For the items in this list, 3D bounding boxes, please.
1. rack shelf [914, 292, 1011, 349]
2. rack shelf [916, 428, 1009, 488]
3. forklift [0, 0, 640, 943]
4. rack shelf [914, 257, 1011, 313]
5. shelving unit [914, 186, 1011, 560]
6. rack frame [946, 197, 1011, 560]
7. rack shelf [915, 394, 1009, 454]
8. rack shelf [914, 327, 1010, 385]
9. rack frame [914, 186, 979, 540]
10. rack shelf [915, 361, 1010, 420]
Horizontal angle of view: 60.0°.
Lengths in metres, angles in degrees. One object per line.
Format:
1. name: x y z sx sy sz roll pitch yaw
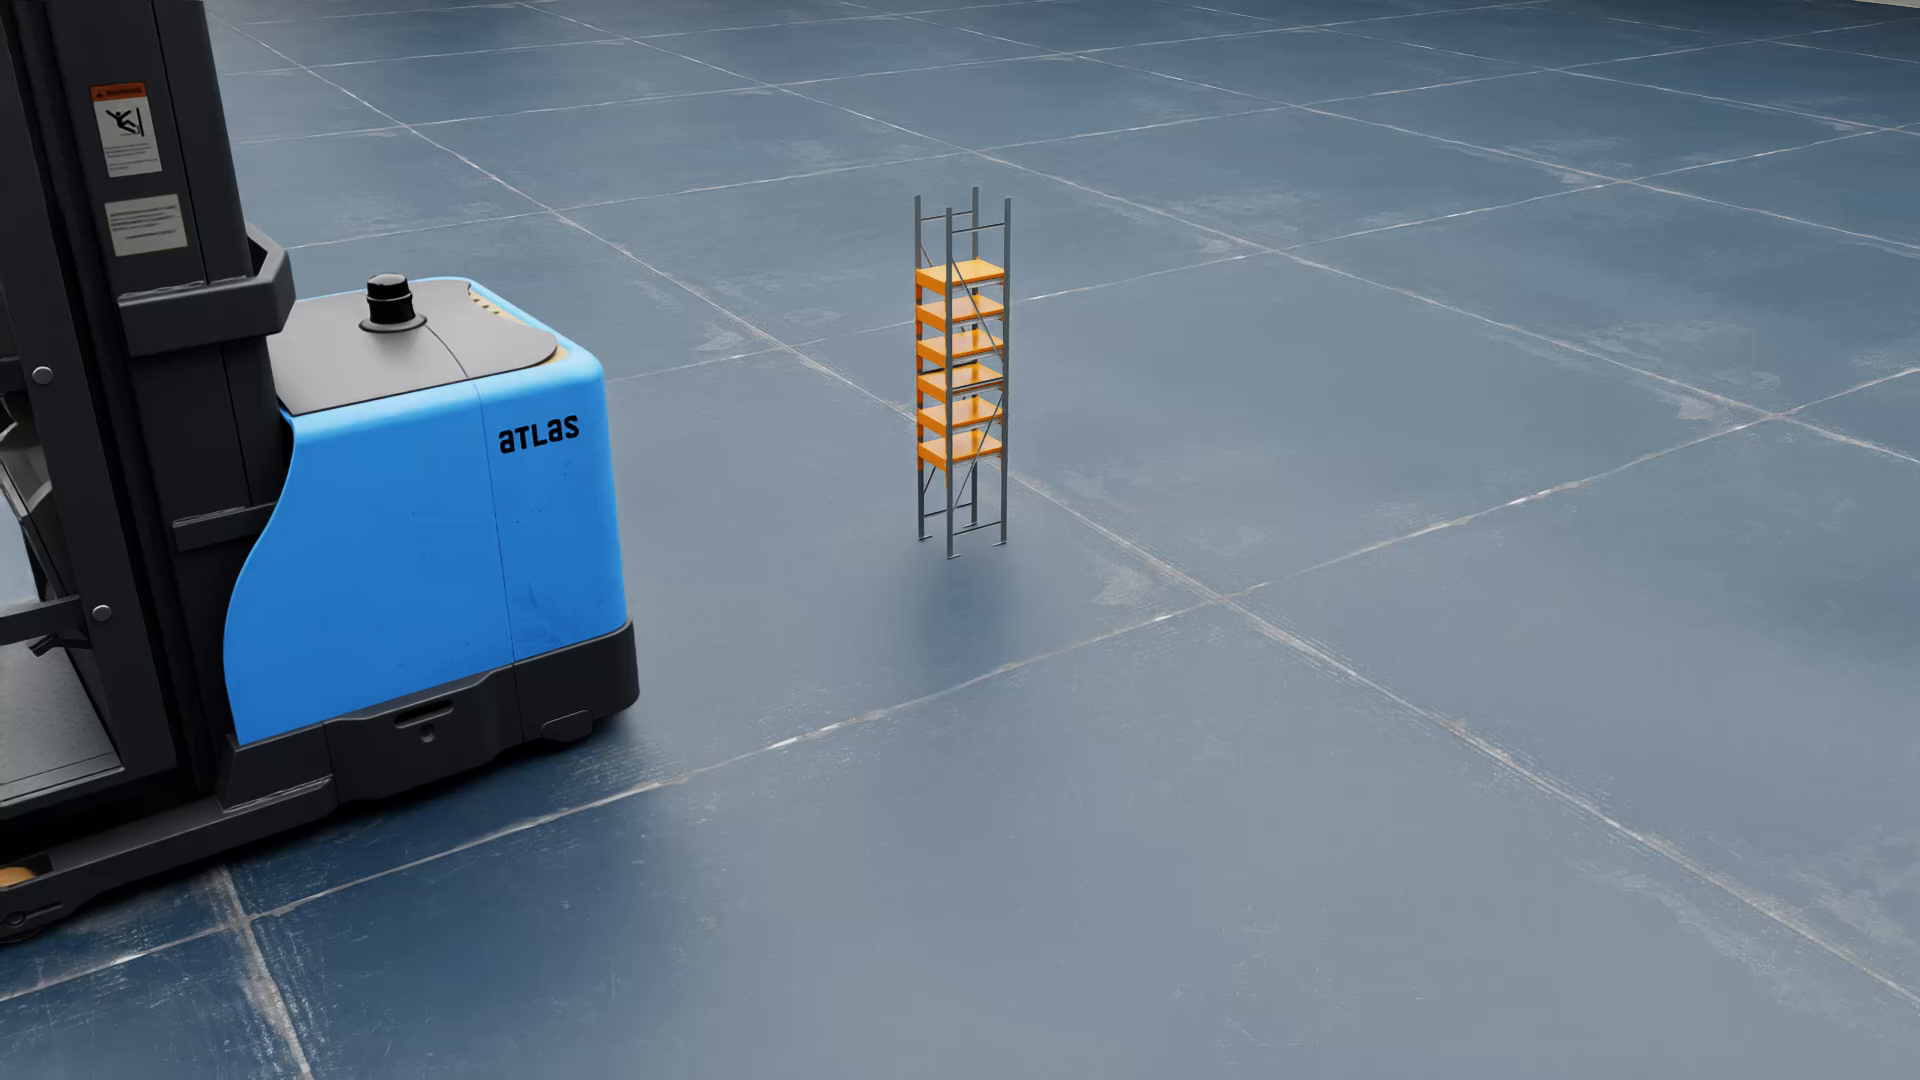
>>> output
1. rack shelf: 0.008 -0.714 5.399 0.258 0.103 0.180 -16 29 -30
2. rack shelf: 0.008 -0.280 5.604 0.258 0.103 0.180 -16 29 -30
3. forklift: -2.389 -0.614 3.616 3.031 2.935 1.130 -17 30 -32
4. rack shelf: 0.008 -0.823 5.348 0.258 0.103 0.180 -16 29 -30
5. shelving unit: 0.008 -0.537 5.483 0.258 1.200 0.189 -16 29 -30
6. rack frame: 0.058 -0.505 5.414 0.240 1.200 0.006 -16 29 -30
7. rack shelf: 0.008 -0.389 5.553 0.258 0.103 0.180 -16 29 -30
8. rack shelf: 0.008 -0.606 5.451 0.258 0.103 0.180 -16 29 -30
9. rack frame: -0.042 -0.570 5.552 0.240 1.200 0.006 -16 29 -30
10. rack shelf: 0.008 -0.497 5.502 0.258 0.103 0.180 -16 29 -30
